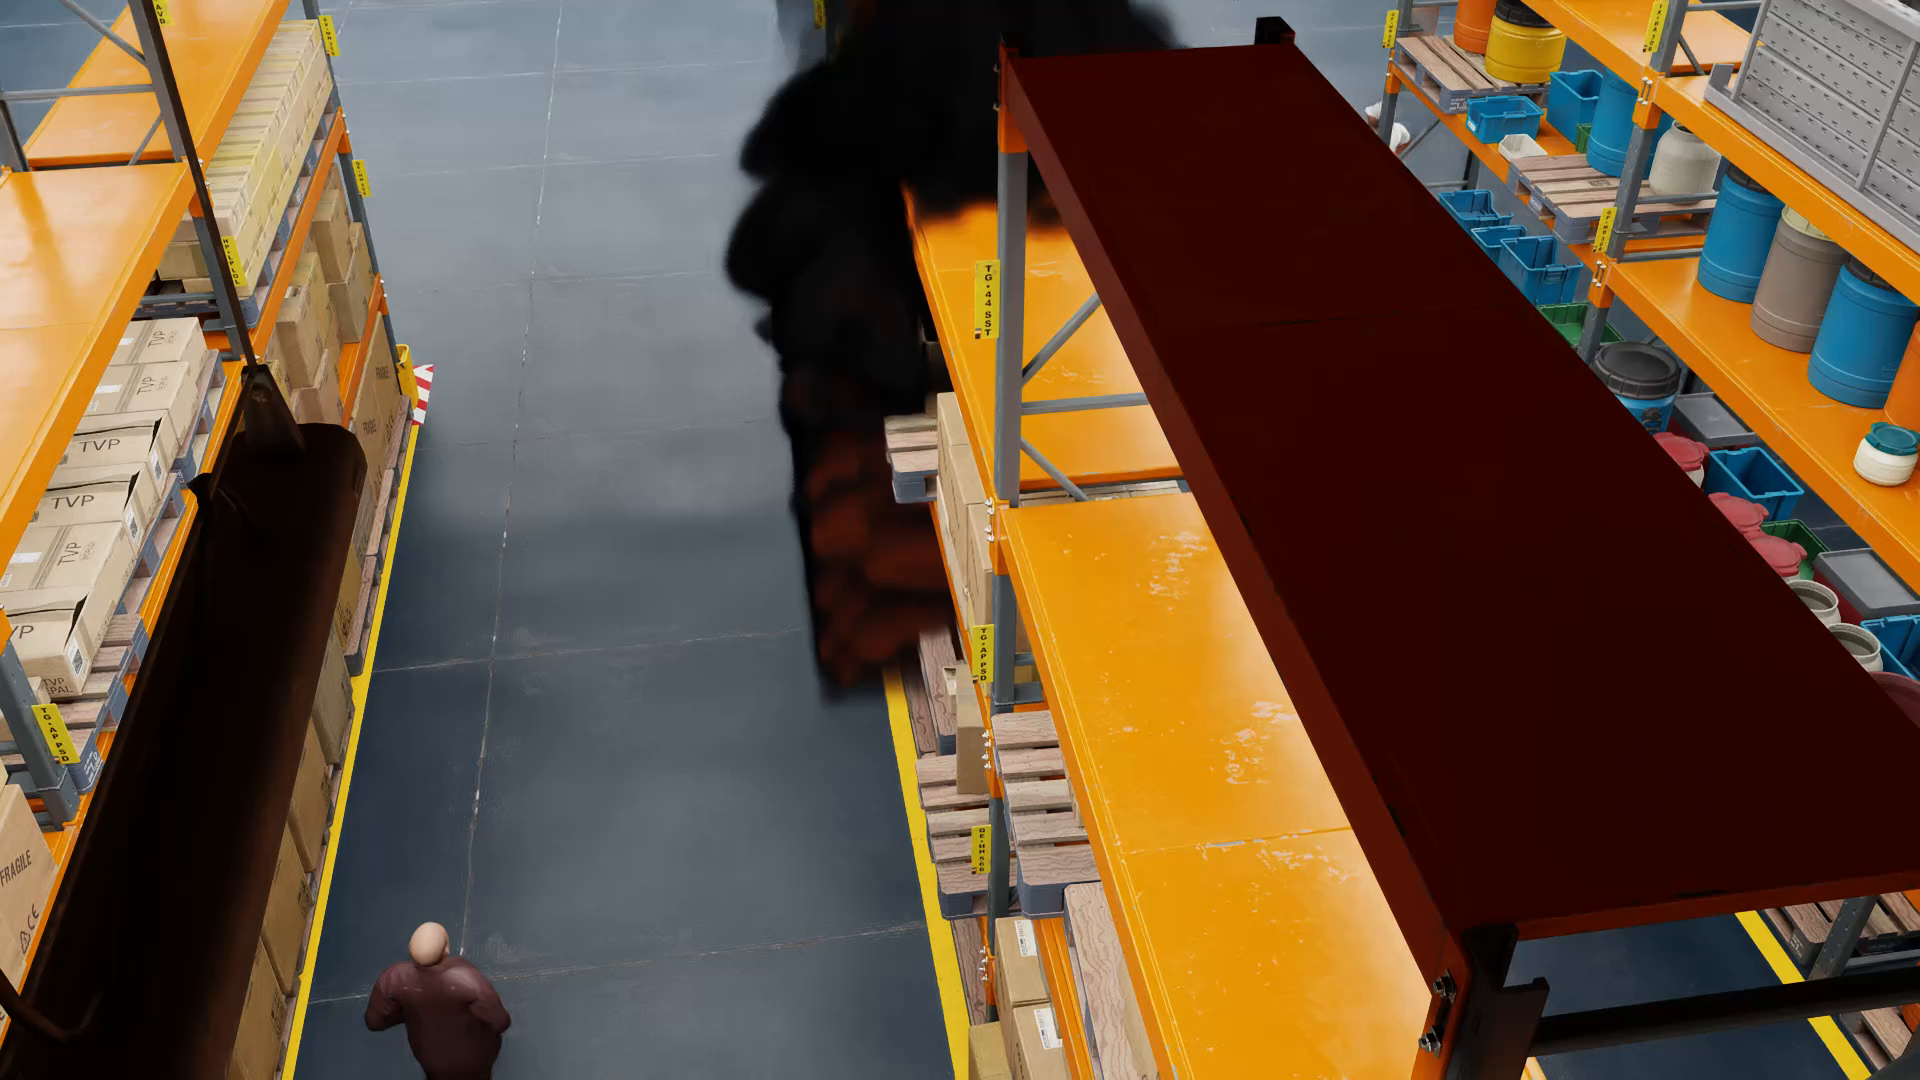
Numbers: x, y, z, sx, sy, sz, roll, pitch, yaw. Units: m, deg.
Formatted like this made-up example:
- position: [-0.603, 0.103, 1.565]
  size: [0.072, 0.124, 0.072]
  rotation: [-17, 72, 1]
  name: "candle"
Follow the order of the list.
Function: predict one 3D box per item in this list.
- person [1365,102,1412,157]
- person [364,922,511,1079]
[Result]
- position: [4.260, -3.637, 16.961]
  size: [0.883, 1.751, 0.742]
  rotation: [21, 41, 26]
  name: "person"
- position: [-2.591, 2.632, 8.494]
  size: [0.708, 1.661, 0.656]
  rotation: [-2, 36, -2]
  name: "person"
